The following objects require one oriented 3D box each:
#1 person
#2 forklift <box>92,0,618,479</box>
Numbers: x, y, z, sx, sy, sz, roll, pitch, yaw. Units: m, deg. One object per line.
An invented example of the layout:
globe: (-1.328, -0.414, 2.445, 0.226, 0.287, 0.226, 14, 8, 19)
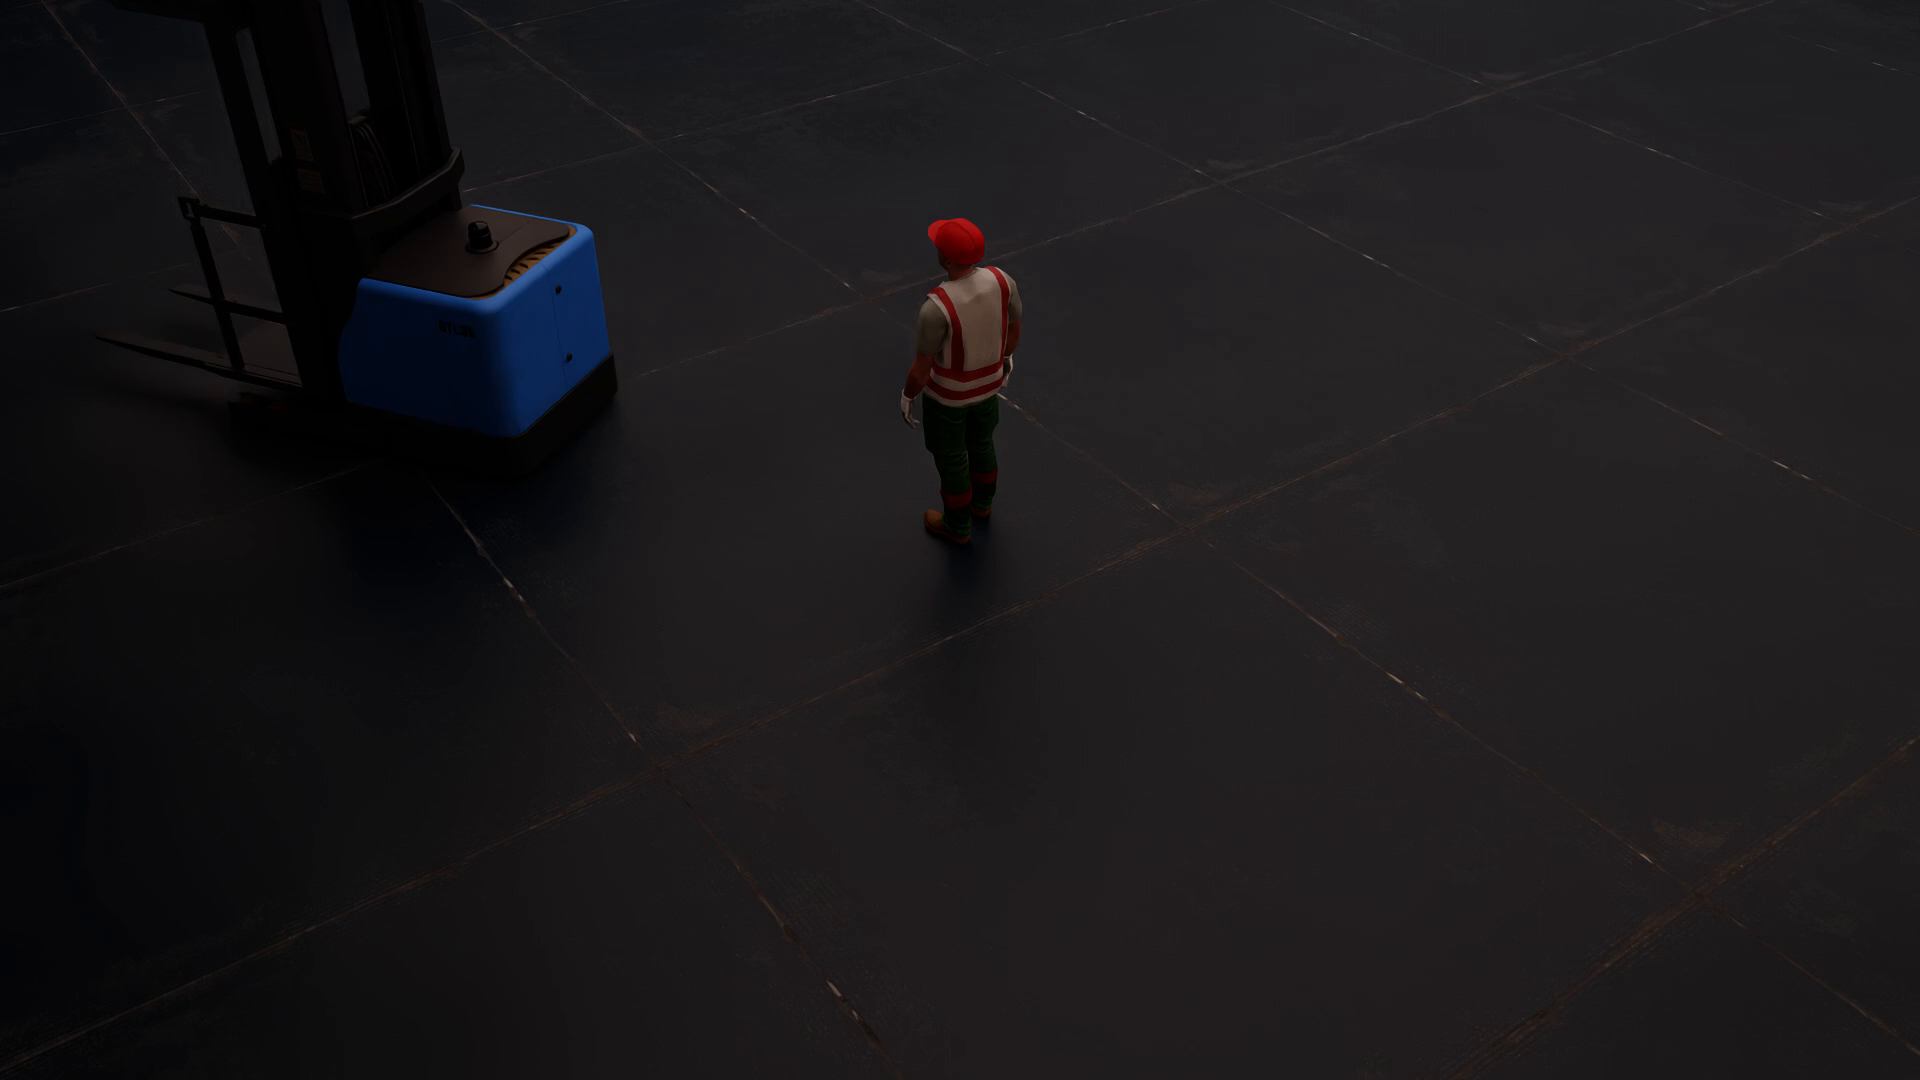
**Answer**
person: (-0.037, -0.769, 7.932, 0.637, 1.790, 0.562, -23, 42, -28)
forklift: (-3.513, -2.050, 8.717, 3.031, 2.935, 1.130, 13, 38, 17)
